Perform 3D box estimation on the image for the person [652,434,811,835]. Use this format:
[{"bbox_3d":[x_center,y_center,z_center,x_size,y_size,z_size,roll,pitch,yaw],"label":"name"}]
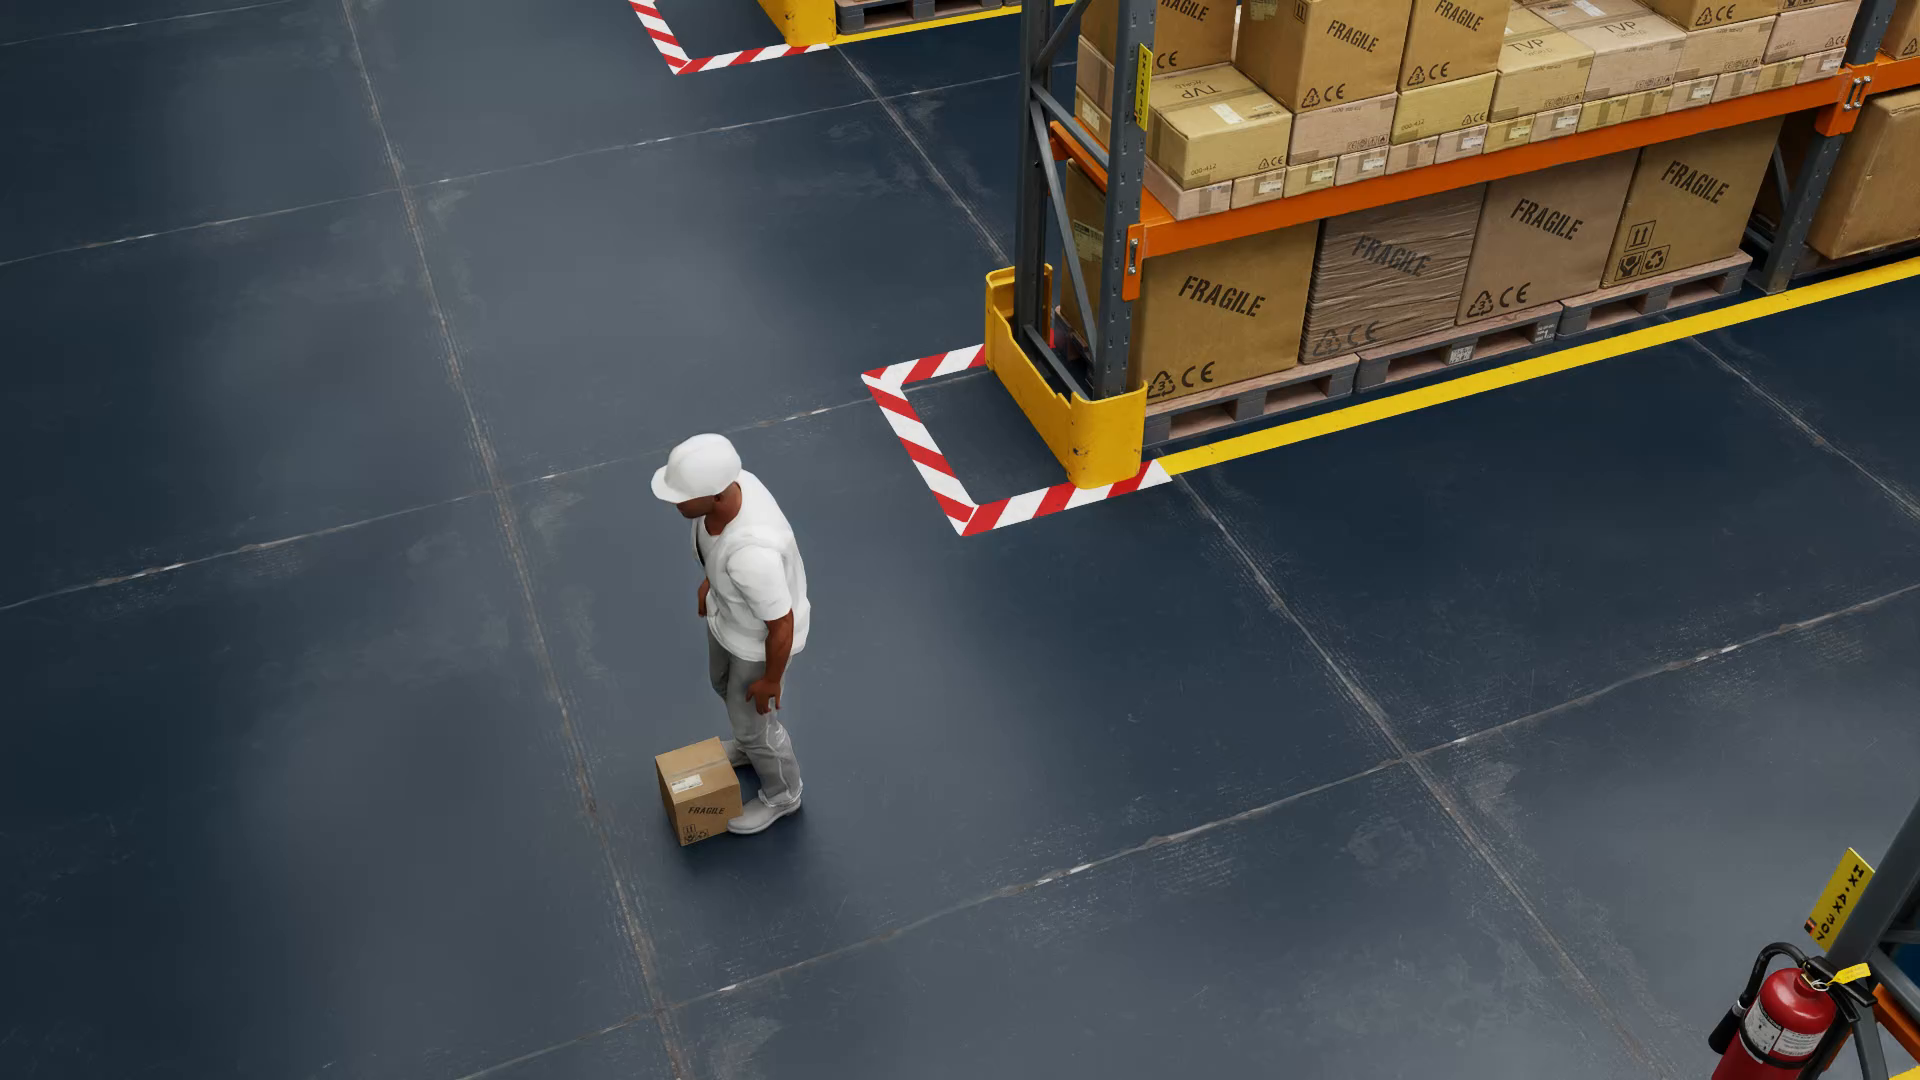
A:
[{"bbox_3d":[-0.767,0.312,5.794,0.462,1.759,0.628,-17,44,-19],"label":"person"}]
